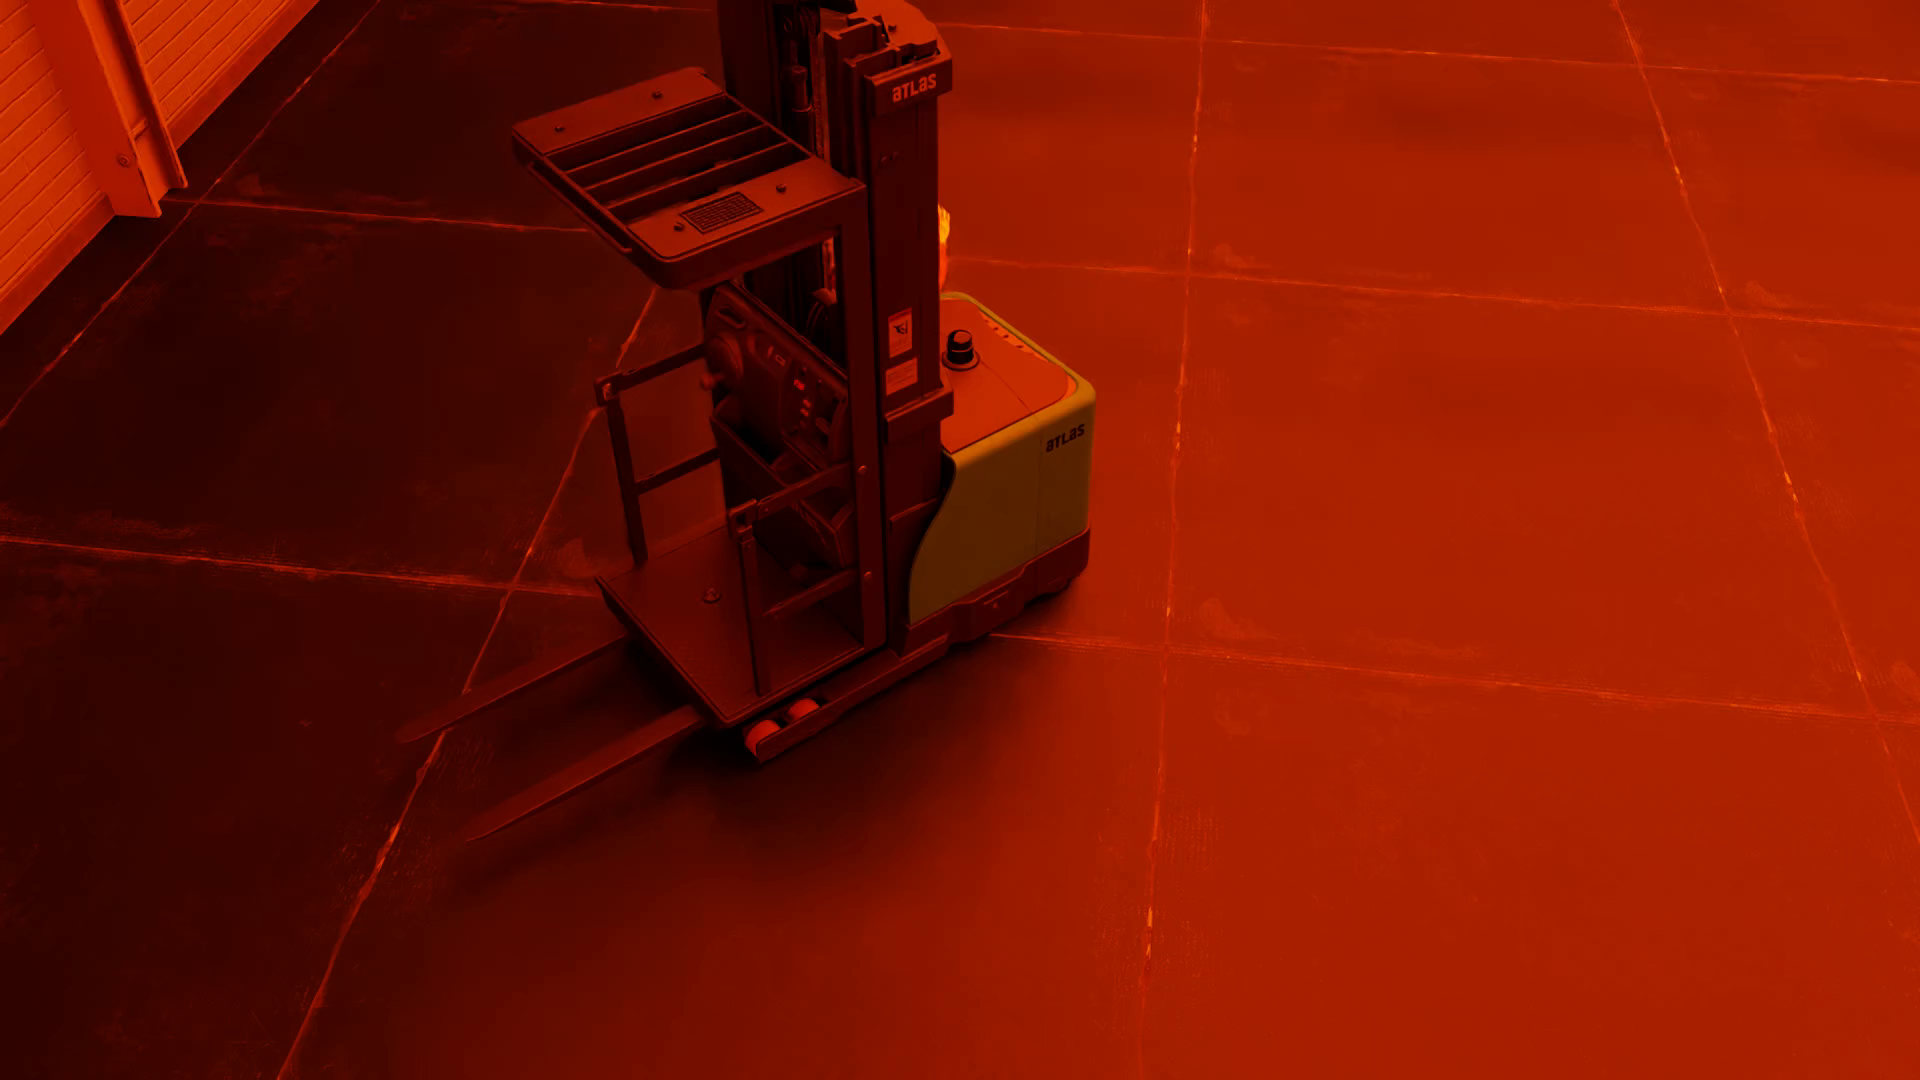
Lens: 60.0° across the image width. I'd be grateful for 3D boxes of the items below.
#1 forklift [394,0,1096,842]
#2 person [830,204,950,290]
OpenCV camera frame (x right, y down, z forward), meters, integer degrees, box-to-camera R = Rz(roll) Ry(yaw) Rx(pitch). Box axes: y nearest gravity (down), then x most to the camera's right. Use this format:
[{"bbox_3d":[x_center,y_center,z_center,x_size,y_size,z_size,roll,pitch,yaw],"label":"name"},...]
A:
[{"bbox_3d":[-0.883,-0.575,6.350,3.031,2.935,1.130,-28,49,-27],"label":"forklift"},{"bbox_3d":[-0.399,-1.201,8.158,0.736,1.440,1.408,-7,43,-8],"label":"person"}]
